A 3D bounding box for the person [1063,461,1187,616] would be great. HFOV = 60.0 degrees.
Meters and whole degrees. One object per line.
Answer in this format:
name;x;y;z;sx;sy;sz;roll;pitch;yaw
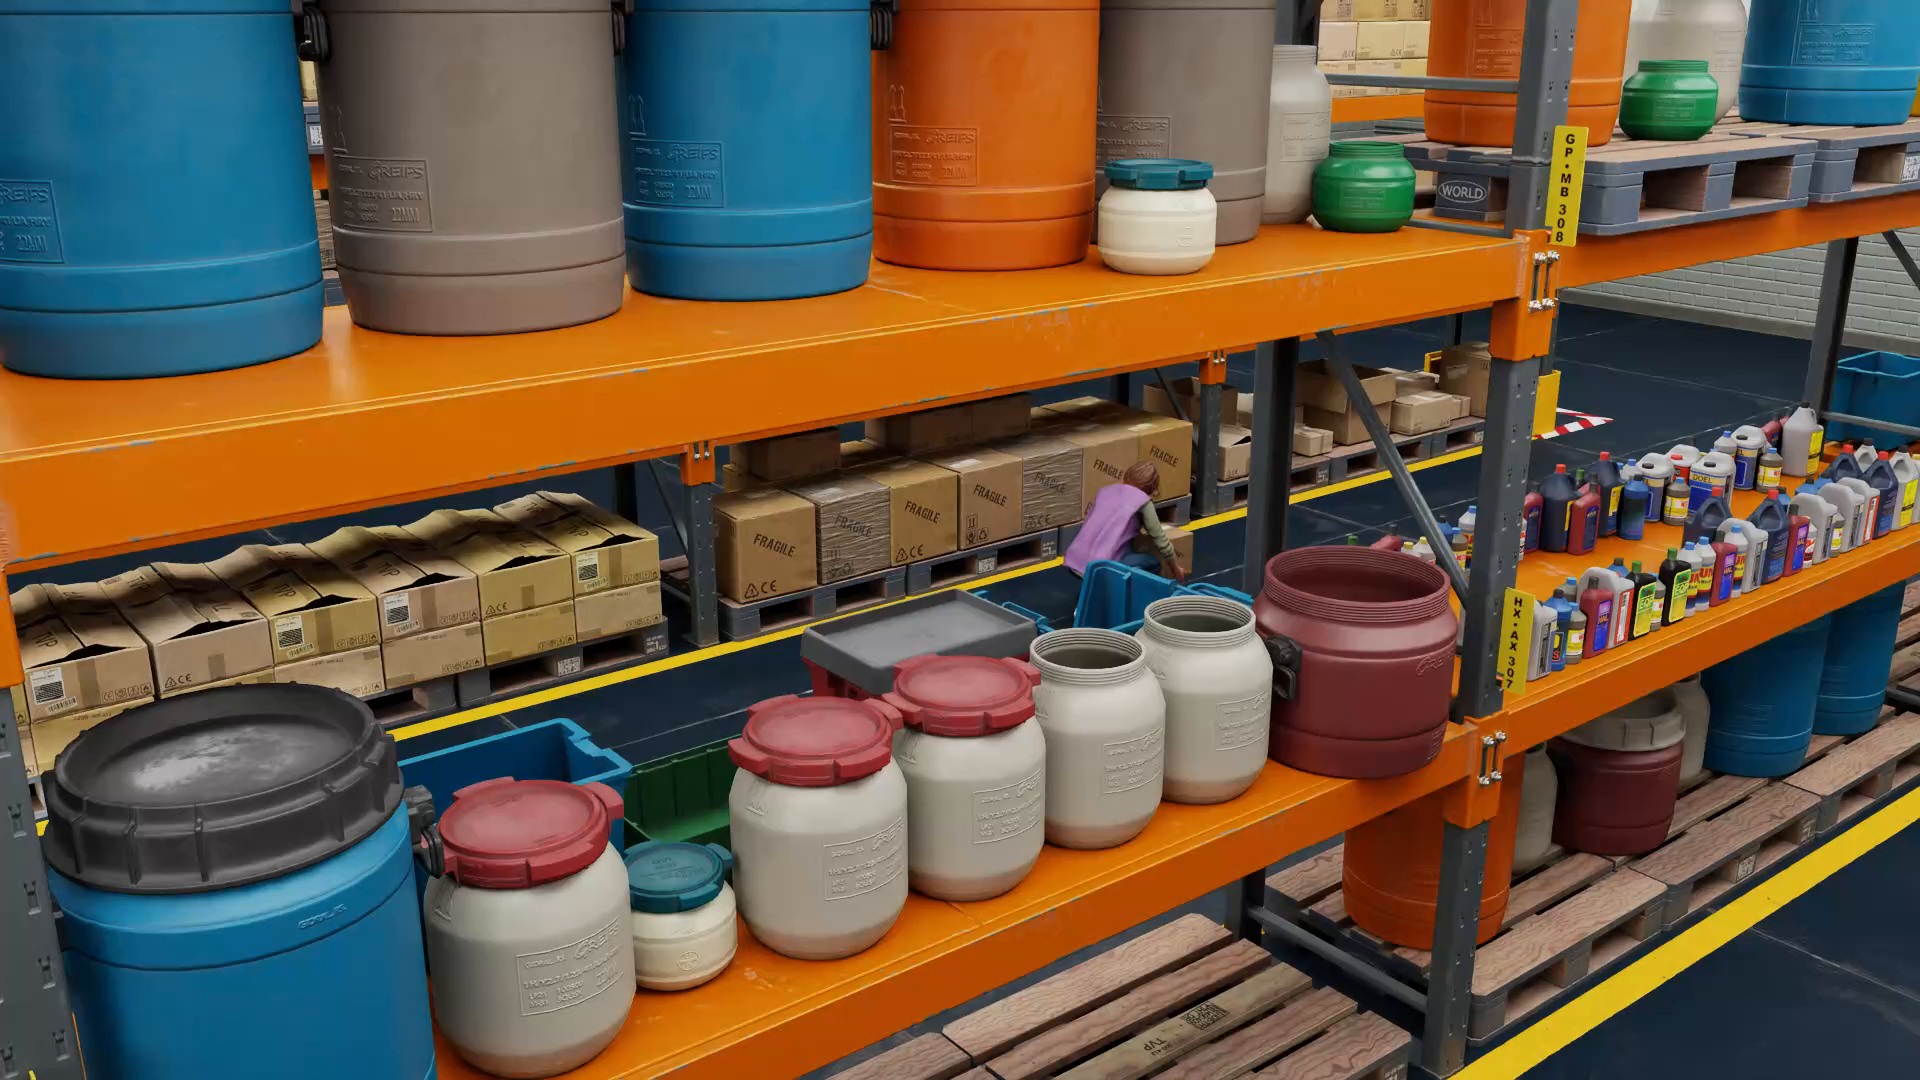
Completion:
person;0.946;0.029;9.651;0.810;0.886;0.447;-14;23;-37
